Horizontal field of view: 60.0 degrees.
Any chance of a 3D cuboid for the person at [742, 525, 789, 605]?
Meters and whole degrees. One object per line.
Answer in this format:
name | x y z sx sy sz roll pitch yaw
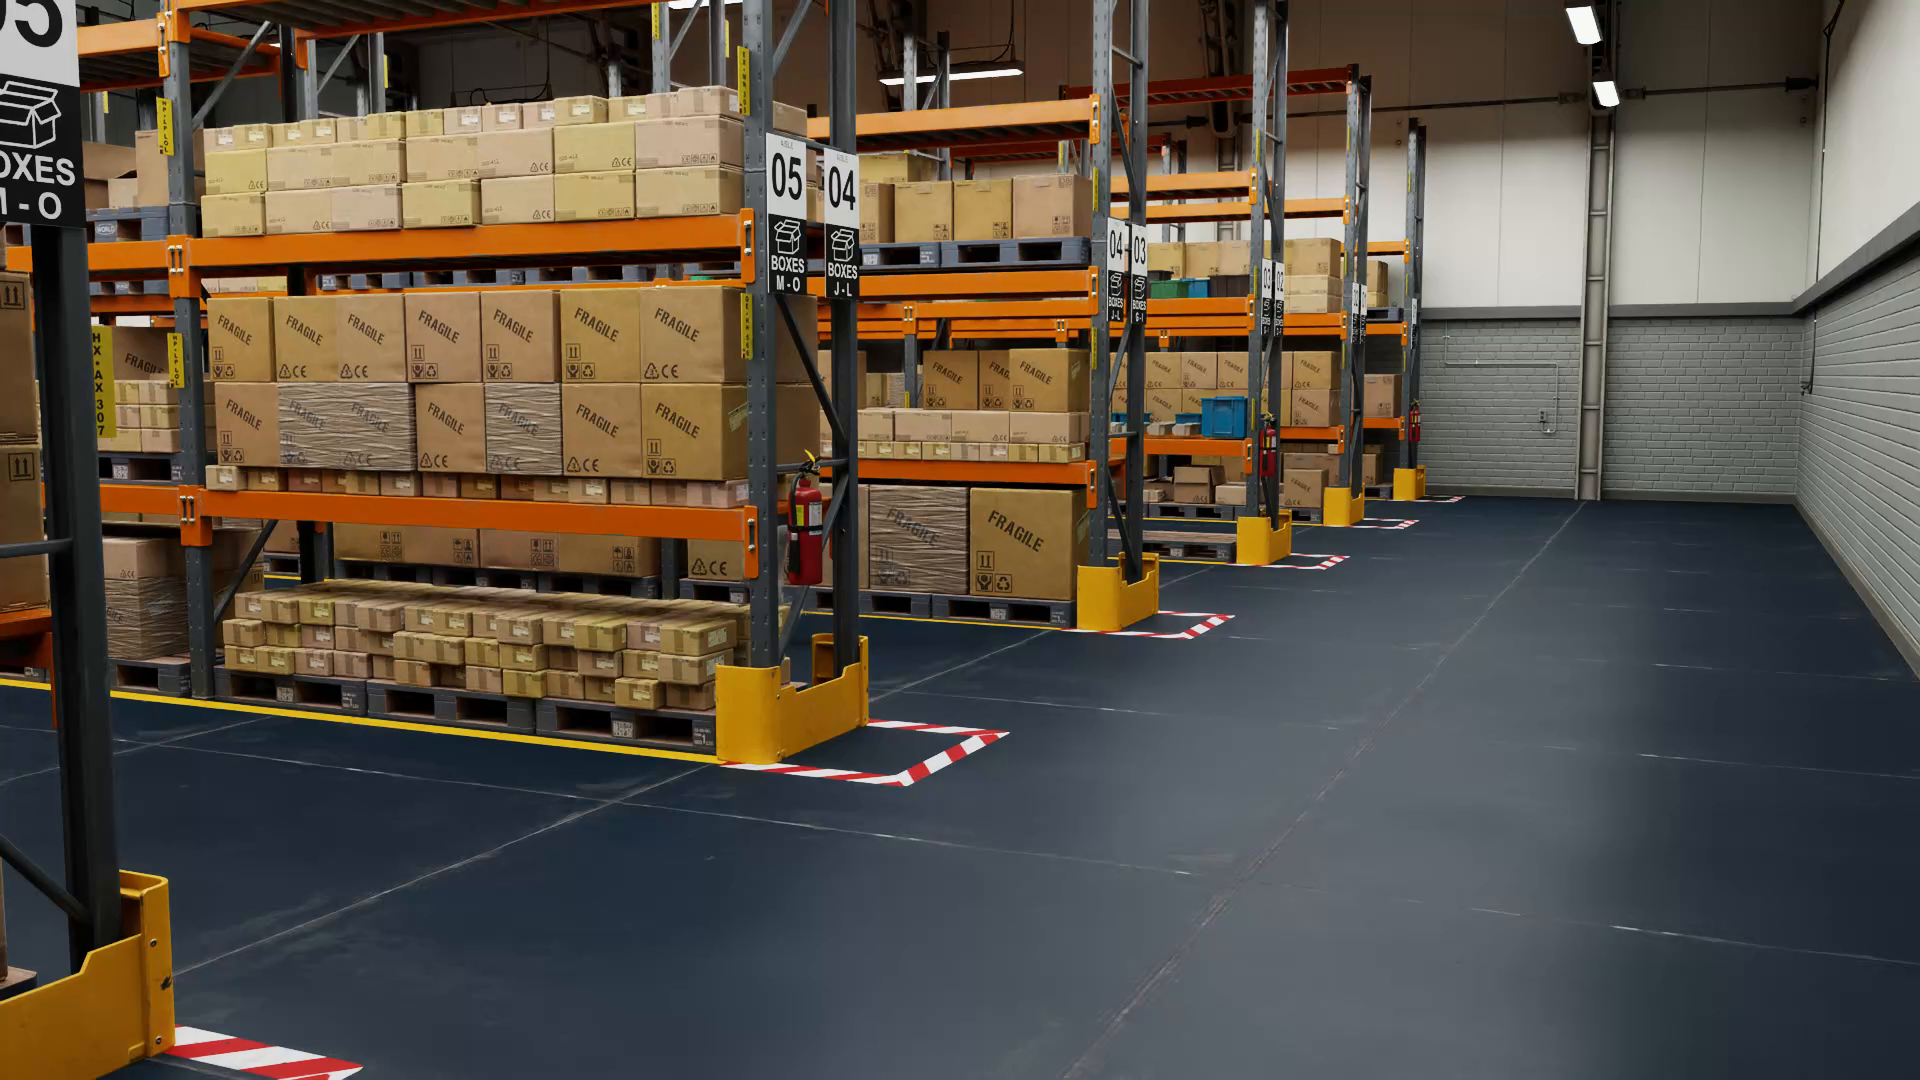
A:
person | -1.453 -0.075 12.415 0.450 1.688 0.529 2 6 16
